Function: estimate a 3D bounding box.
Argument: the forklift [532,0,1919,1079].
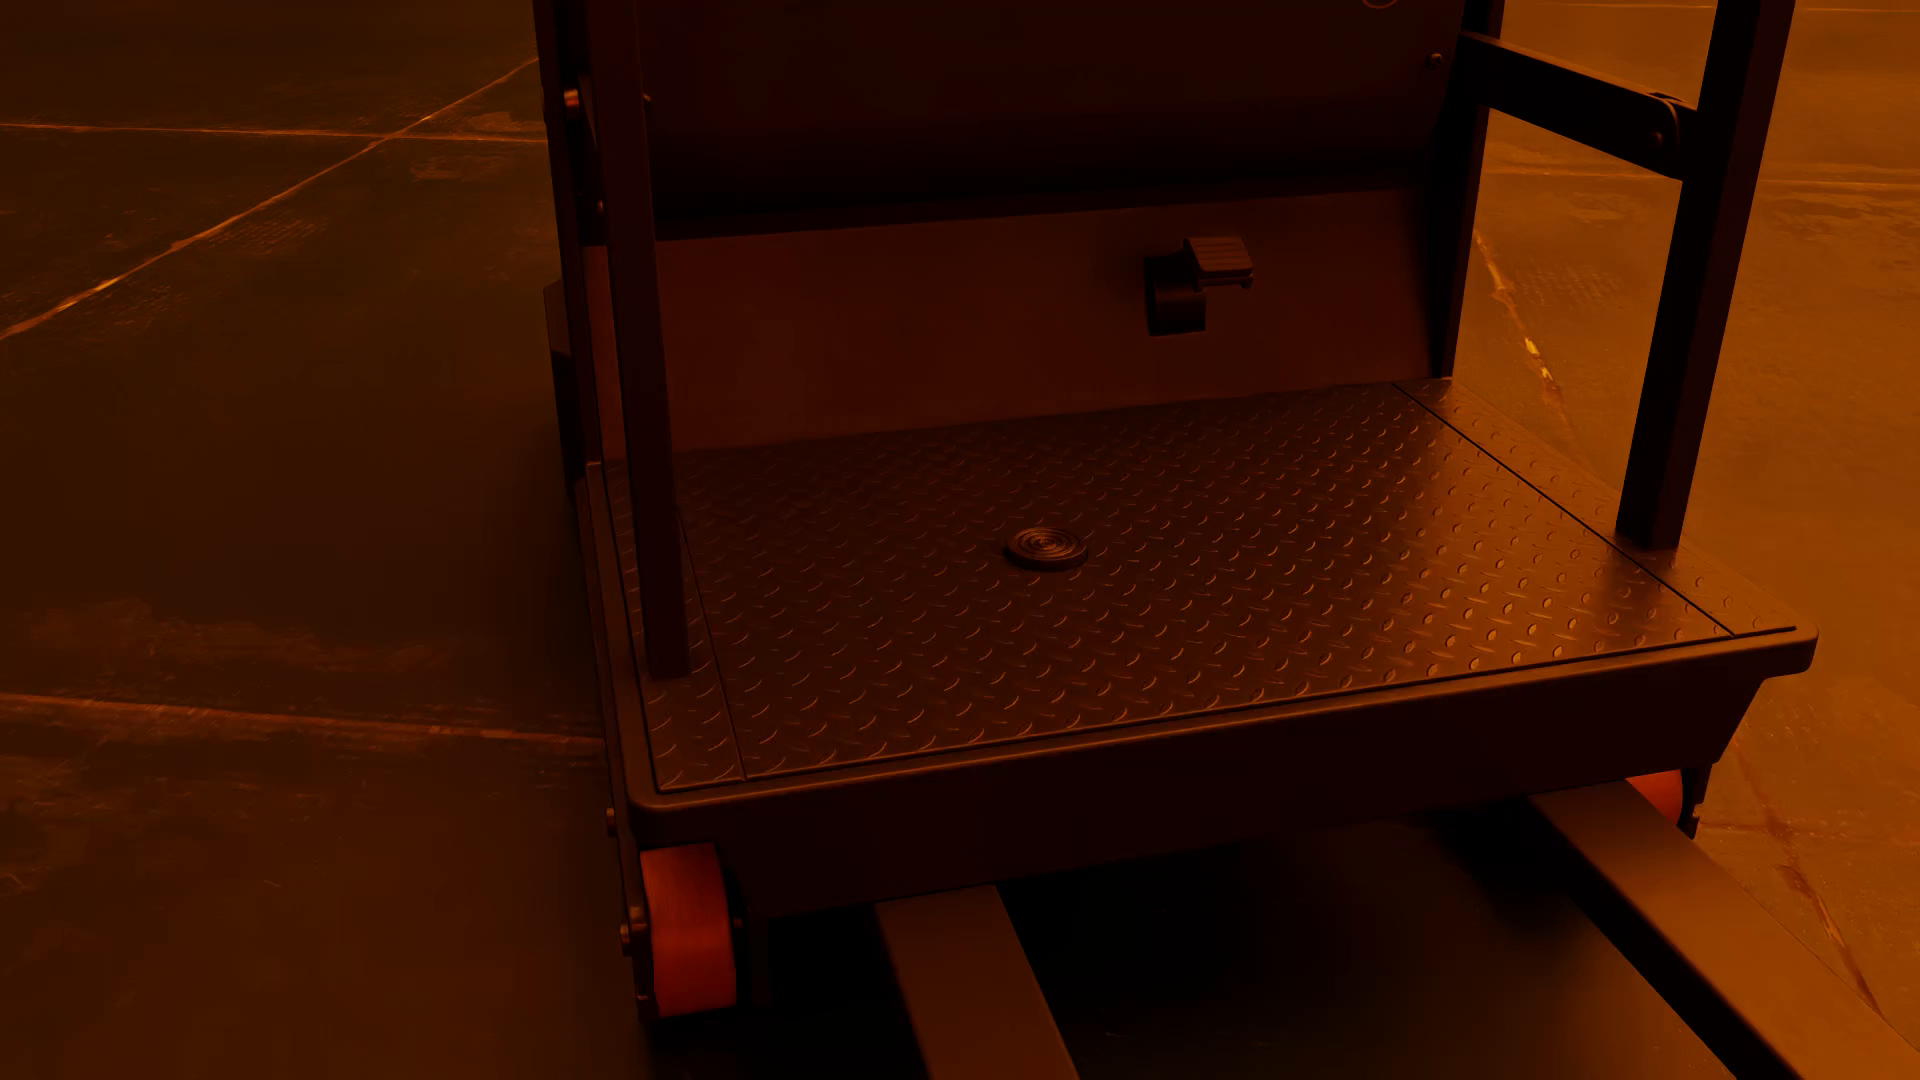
[{"bbox_3d":[0.153,-1.049,1.319,1.130,2.935,3.031,-7,27,-13],"label":"forklift"}]
